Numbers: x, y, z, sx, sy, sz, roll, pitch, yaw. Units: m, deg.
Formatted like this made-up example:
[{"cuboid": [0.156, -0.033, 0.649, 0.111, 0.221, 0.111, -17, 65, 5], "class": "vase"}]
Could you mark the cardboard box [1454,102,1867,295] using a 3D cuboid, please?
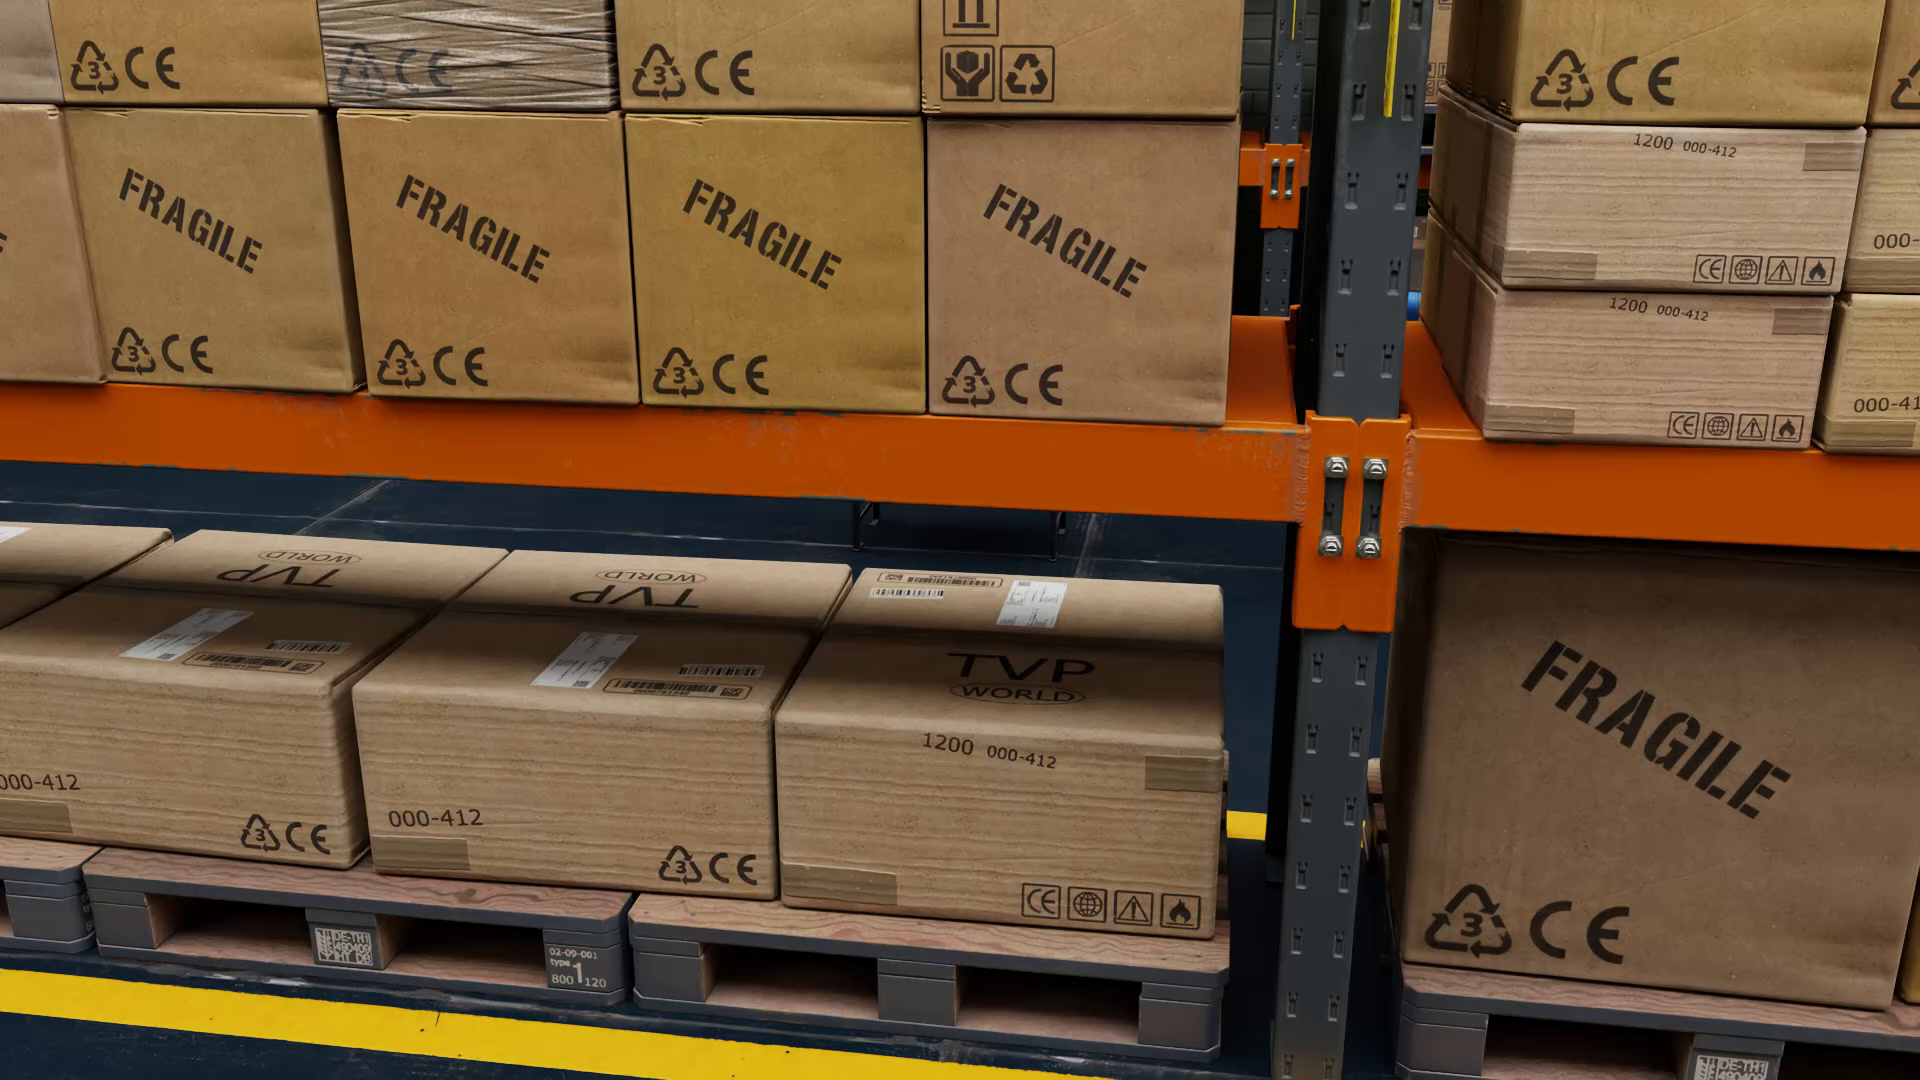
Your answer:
[{"cuboid": [1.122, -0.578, 2.751, 0.500, 0.250, 0.500, 2, 19, 7], "class": "cardboard box"}]

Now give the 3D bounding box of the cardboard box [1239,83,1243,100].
[{"cuboid": [0.311, -0.675, 3.436, 0.500, 0.500, 0.500, 4, 19, 10], "class": "cardboard box"}]

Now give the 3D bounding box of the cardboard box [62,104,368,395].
[{"cuboid": [-1.288, -0.589, 3.178, 0.500, 0.500, 0.500, 4, 19, 10], "class": "cardboard box"}]

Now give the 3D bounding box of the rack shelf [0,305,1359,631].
[{"cuboid": [-1.242, -0.282, 3.552, 4.000, 0.370, 1.077, 3, 19, 9], "class": "rack shelf"}]

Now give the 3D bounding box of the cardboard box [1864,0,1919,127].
[{"cuboid": [1.628, -0.915, 2.576, 0.500, 0.500, 0.500, 3, 19, 8], "class": "cardboard box"}]

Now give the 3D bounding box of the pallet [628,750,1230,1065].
[{"cuboid": [-0.006, 0.737, 3.767, 1.213, 0.211, 1.003, 3, 19, 9], "class": "pallet"}]

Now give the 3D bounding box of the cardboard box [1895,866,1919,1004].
[{"cuboid": [2.251, 0.335, 3.260, 0.875, 0.875, 0.875, 3, 19, 10], "class": "cardboard box"}]

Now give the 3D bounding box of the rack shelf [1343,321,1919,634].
[{"cuboid": [2.707, -0.080, 2.950, 4.000, 0.370, 1.077, 3, 19, 9], "class": "rack shelf"}]

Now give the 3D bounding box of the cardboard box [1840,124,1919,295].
[{"cuboid": [1.642, -0.560, 2.699, 0.500, 0.250, 0.500, 3, 19, 10], "class": "cardboard box"}]

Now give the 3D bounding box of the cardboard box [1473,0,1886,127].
[{"cuboid": [1.122, -0.932, 2.627, 0.500, 0.500, 0.500, 3, 19, 9], "class": "cardboard box"}]

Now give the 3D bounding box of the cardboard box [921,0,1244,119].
[{"cuboid": [0.223, -0.981, 2.774, 0.500, 0.500, 0.500, 3, 19, 8], "class": "cardboard box"}]

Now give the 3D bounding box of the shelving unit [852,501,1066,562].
[{"cuboid": [0.007, -0.711, 6.064, 0.755, 1.500, 0.431, 3, 19, 9], "class": "shelving unit"}]

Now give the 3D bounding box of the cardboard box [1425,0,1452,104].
[{"cuboid": [1.958, -2.230, 7.420, 0.500, 0.500, 0.700, 3, 19, 10], "class": "cardboard box"}]

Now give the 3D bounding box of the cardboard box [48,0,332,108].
[{"cuboid": [-1.275, -1.060, 3.009, 0.500, 0.500, 0.500, 3, 19, 9], "class": "cardboard box"}]

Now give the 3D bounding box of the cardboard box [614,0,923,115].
[{"cuboid": [-0.277, -1.009, 2.858, 0.500, 0.500, 0.500, 3, 19, 8], "class": "cardboard box"}]

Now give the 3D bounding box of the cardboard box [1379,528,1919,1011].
[{"cuboid": [1.358, 0.292, 3.389, 0.875, 0.875, 0.875, 4, 19, 10], "class": "cardboard box"}]

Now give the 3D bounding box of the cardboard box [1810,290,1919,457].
[{"cuboid": [1.636, -0.321, 2.771, 0.500, 0.250, 0.500, 2, 19, 7], "class": "cardboard box"}]

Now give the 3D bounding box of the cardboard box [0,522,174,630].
[{"cuboid": [-2.549, 0.294, 4.073, 0.875, 0.438, 0.875, 2, 19, 7], "class": "cardboard box"}]

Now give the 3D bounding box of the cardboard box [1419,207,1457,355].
[{"cuboid": [1.216, -0.508, 3.329, 0.500, 0.250, 0.500, 2, 19, 7], "class": "cardboard box"}]

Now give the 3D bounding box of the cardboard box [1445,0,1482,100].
[{"cuboid": [1.214, -1.100, 3.130, 0.500, 0.500, 0.500, 4, 19, 10], "class": "cardboard box"}]

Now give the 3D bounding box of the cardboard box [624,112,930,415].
[{"cuboid": [-0.275, -0.537, 3.023, 0.500, 0.500, 0.500, 2, 19, 7], "class": "cardboard box"}]

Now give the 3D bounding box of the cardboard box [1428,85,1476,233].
[{"cuboid": [1.207, -0.742, 3.242, 0.500, 0.250, 0.500, 3, 19, 9], "class": "cardboard box"}]

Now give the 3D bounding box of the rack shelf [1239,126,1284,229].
[{"cuboid": [-0.458, -1.837, 8.200, 4.000, 0.370, 1.077, 3, 19, 9], "class": "rack shelf"}]

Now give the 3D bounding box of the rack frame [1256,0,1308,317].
[{"cuboid": [1.516, -2.077, 7.785, 0.127, 3.000, 1.000, 3, 19, 9], "class": "rack frame"}]

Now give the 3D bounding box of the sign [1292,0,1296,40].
[{"cuboid": [1.438, -2.318, 7.138, 0.005, 0.325, 0.100, 3, 19, 9], "class": "sign"}]

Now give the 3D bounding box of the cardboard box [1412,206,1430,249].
[{"cuboid": [2.092, -1.440, 7.667, 0.250, 0.149, 0.380, 2, 19, 6], "class": "cardboard box"}]

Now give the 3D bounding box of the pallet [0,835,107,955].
[{"cuboid": [-2.415, 0.615, 4.134, 1.213, 0.211, 1.003, 3, 19, 9], "class": "pallet"}]

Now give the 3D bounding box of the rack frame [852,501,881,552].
[{"cuboid": [-0.355, -0.729, 6.119, 0.023, 1.500, 0.400, 3, 19, 9], "class": "rack frame"}]

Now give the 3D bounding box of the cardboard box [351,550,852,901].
[{"cuboid": [-0.754, 0.384, 3.805, 0.875, 0.438, 0.875, 2, 19, 7], "class": "cardboard box"}]

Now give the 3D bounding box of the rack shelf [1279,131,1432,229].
[{"cuboid": [3.491, -1.636, 7.598, 4.000, 0.370, 1.077, 3, 19, 9], "class": "rack shelf"}]

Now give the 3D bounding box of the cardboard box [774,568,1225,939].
[{"cuboid": [0.130, 0.428, 3.671, 0.875, 0.438, 0.875, 3, 19, 8], "class": "cardboard box"}]

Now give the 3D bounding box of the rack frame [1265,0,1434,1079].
[{"cuboid": [0.733, -0.522, 3.137, 0.127, 3.000, 1.000, 3, 19, 9], "class": "rack frame"}]

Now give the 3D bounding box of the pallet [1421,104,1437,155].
[{"cuboid": [2.288, -1.912, 7.593, 1.213, 0.211, 1.003, 3, 19, 9], "class": "pallet"}]

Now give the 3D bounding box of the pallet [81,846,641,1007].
[{"cuboid": [-1.214, 0.677, 3.948, 1.213, 0.211, 1.003, 3, 19, 9], "class": "pallet"}]

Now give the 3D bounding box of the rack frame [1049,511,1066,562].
[{"cuboid": [0.368, -0.692, 6.009, 0.023, 1.500, 0.400, 3, 19, 9], "class": "rack frame"}]

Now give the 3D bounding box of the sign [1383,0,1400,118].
[{"cuboid": [0.646, -0.796, 2.467, 0.005, 0.325, 0.100, 3, 19, 9], "class": "sign"}]

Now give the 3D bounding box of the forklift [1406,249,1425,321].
[{"cuboid": [2.802, -1.250, 5.419, 3.031, 2.935, 1.130, 2, 19, 6], "class": "forklift"}]

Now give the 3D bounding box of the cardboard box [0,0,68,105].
[{"cuboid": [-1.767, -1.084, 3.084, 0.500, 0.500, 0.500, 3, 19, 8], "class": "cardboard box"}]

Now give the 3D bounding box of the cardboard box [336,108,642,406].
[{"cuboid": [-0.773, -0.558, 3.085, 0.500, 0.500, 0.500, 3, 19, 8], "class": "cardboard box"}]

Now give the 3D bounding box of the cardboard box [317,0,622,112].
[{"cuboid": [-0.781, -1.032, 2.926, 0.500, 0.500, 0.500, 3, 19, 9], "class": "cardboard box"}]

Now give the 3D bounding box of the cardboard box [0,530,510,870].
[{"cuboid": [-1.644, 0.338, 3.943, 0.875, 0.438, 0.875, 3, 19, 10], "class": "cardboard box"}]

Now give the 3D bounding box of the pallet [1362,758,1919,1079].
[{"cuboid": [1.506, 0.815, 3.534, 1.213, 0.211, 1.003, 3, 19, 9], "class": "pallet"}]

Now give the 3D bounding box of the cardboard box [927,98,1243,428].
[{"cuboid": [0.234, -0.513, 2.951, 0.500, 0.500, 0.500, 3, 19, 9], "class": "cardboard box"}]

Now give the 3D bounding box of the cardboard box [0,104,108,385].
[{"cuboid": [-1.785, -0.609, 3.238, 0.500, 0.500, 0.500, 3, 19, 8], "class": "cardboard box"}]

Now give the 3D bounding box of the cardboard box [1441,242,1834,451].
[{"cuboid": [1.125, -0.346, 2.847, 0.500, 0.250, 0.500, 2, 19, 7], "class": "cardboard box"}]
